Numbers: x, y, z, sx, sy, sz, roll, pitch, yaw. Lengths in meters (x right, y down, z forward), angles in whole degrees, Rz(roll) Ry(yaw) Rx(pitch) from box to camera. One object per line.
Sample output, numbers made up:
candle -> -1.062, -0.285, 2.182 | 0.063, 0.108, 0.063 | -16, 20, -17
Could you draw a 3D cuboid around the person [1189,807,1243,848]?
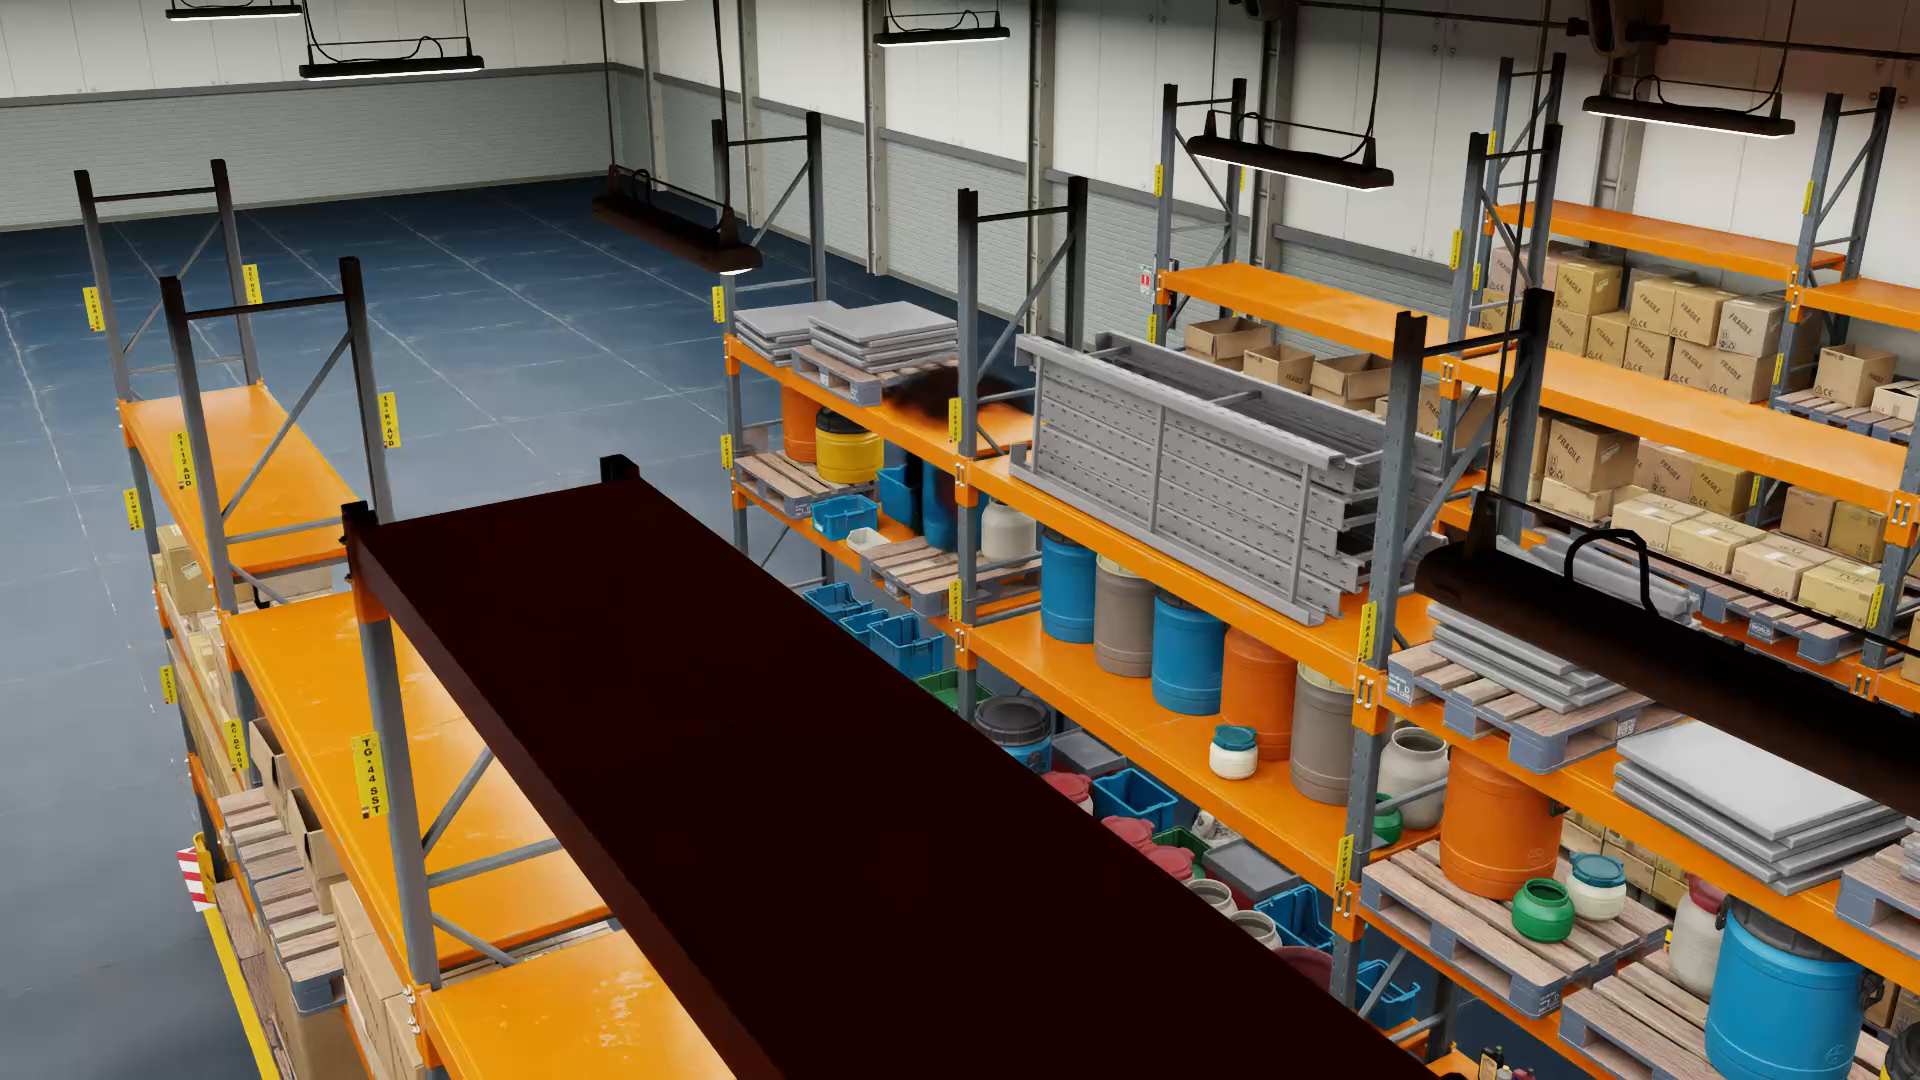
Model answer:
person -> 2.003, 2.447, 13.066 | 0.596, 1.637, 0.986 | -4, 22, -11
